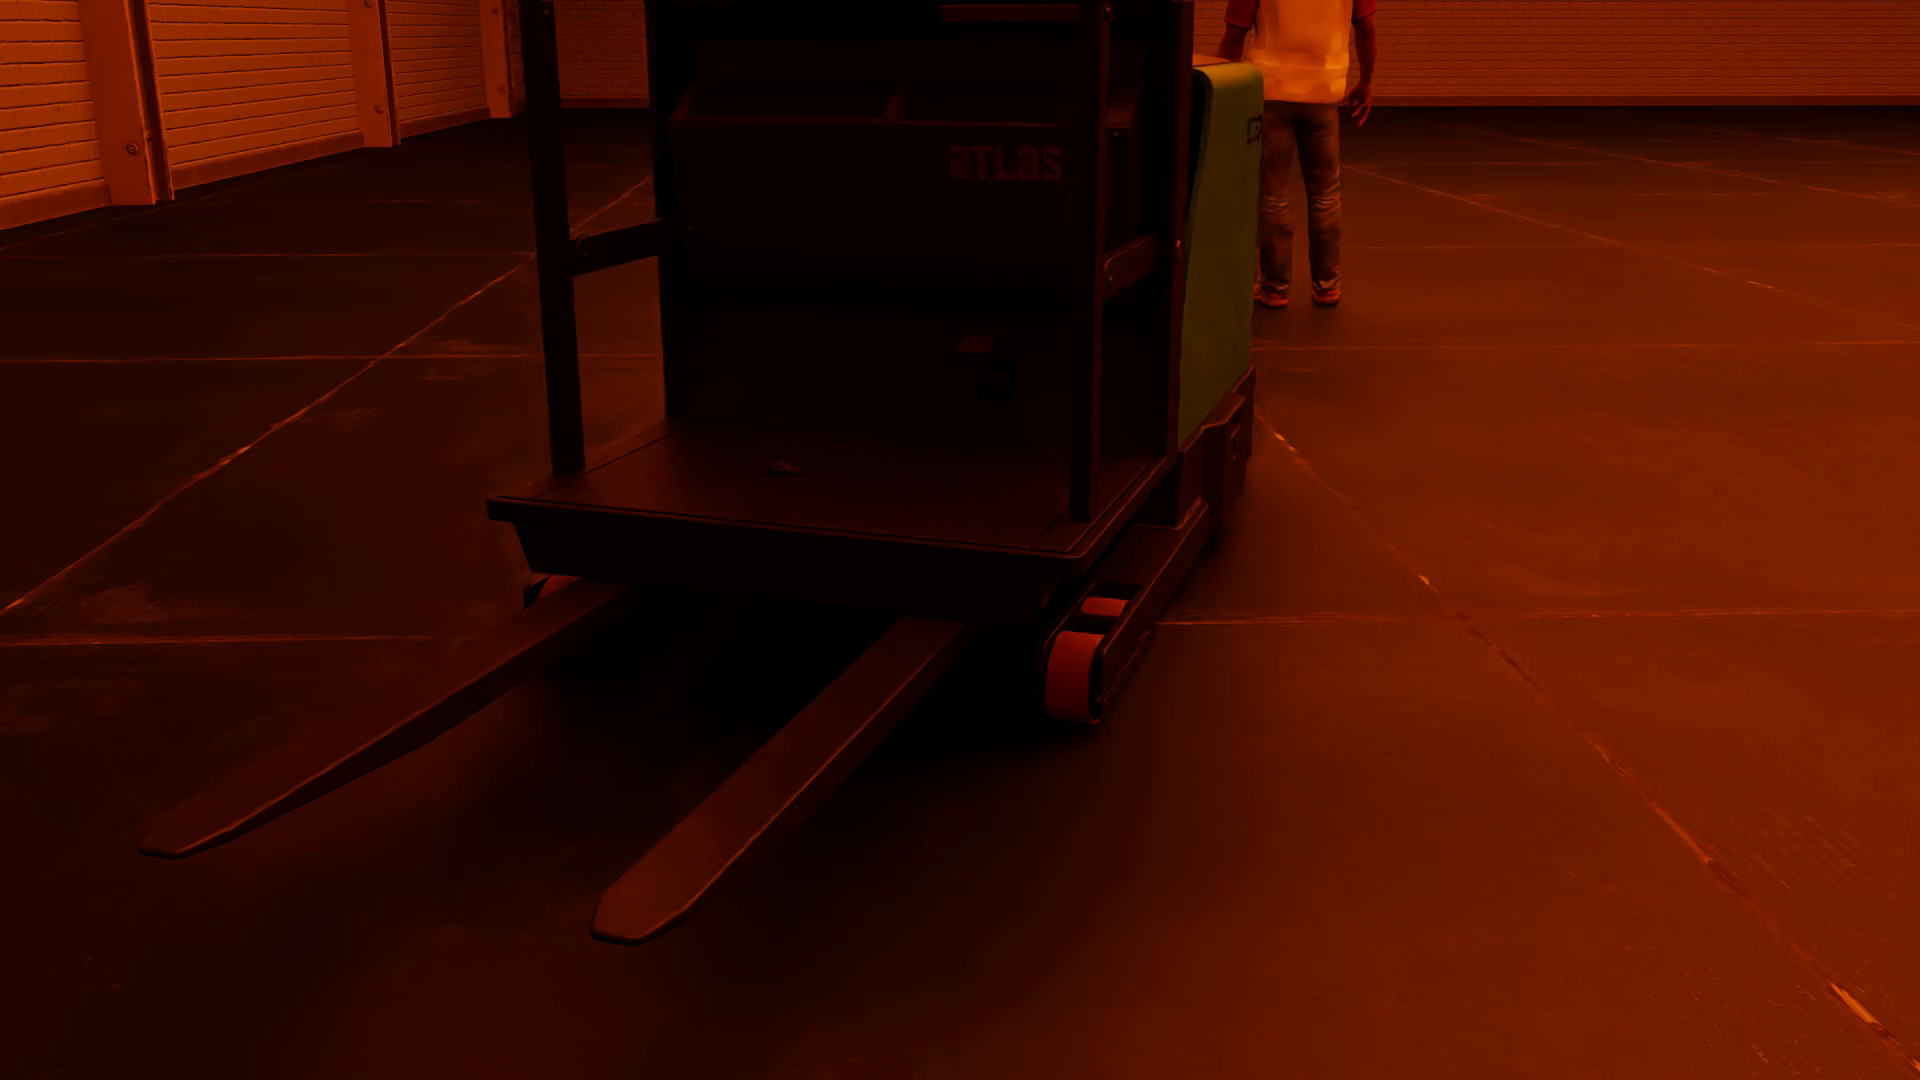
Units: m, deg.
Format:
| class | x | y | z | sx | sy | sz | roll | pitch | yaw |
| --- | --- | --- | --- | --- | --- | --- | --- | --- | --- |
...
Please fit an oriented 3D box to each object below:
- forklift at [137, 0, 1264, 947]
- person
| class | x | y | z | sx | sy | sz | roll | pitch | yaw |
| --- | --- | --- | --- | --- | --- | --- | --- | --- | --- |
| forklift | -0.178 | -1.213 | 2.872 | 1.130 | 2.935 | 3.031 | 6 | 18 | 18 |
| person | 1.401 | -1.881 | 7.031 | 0.664 | 1.768 | 0.563 | 0 | 17 | 0 |
